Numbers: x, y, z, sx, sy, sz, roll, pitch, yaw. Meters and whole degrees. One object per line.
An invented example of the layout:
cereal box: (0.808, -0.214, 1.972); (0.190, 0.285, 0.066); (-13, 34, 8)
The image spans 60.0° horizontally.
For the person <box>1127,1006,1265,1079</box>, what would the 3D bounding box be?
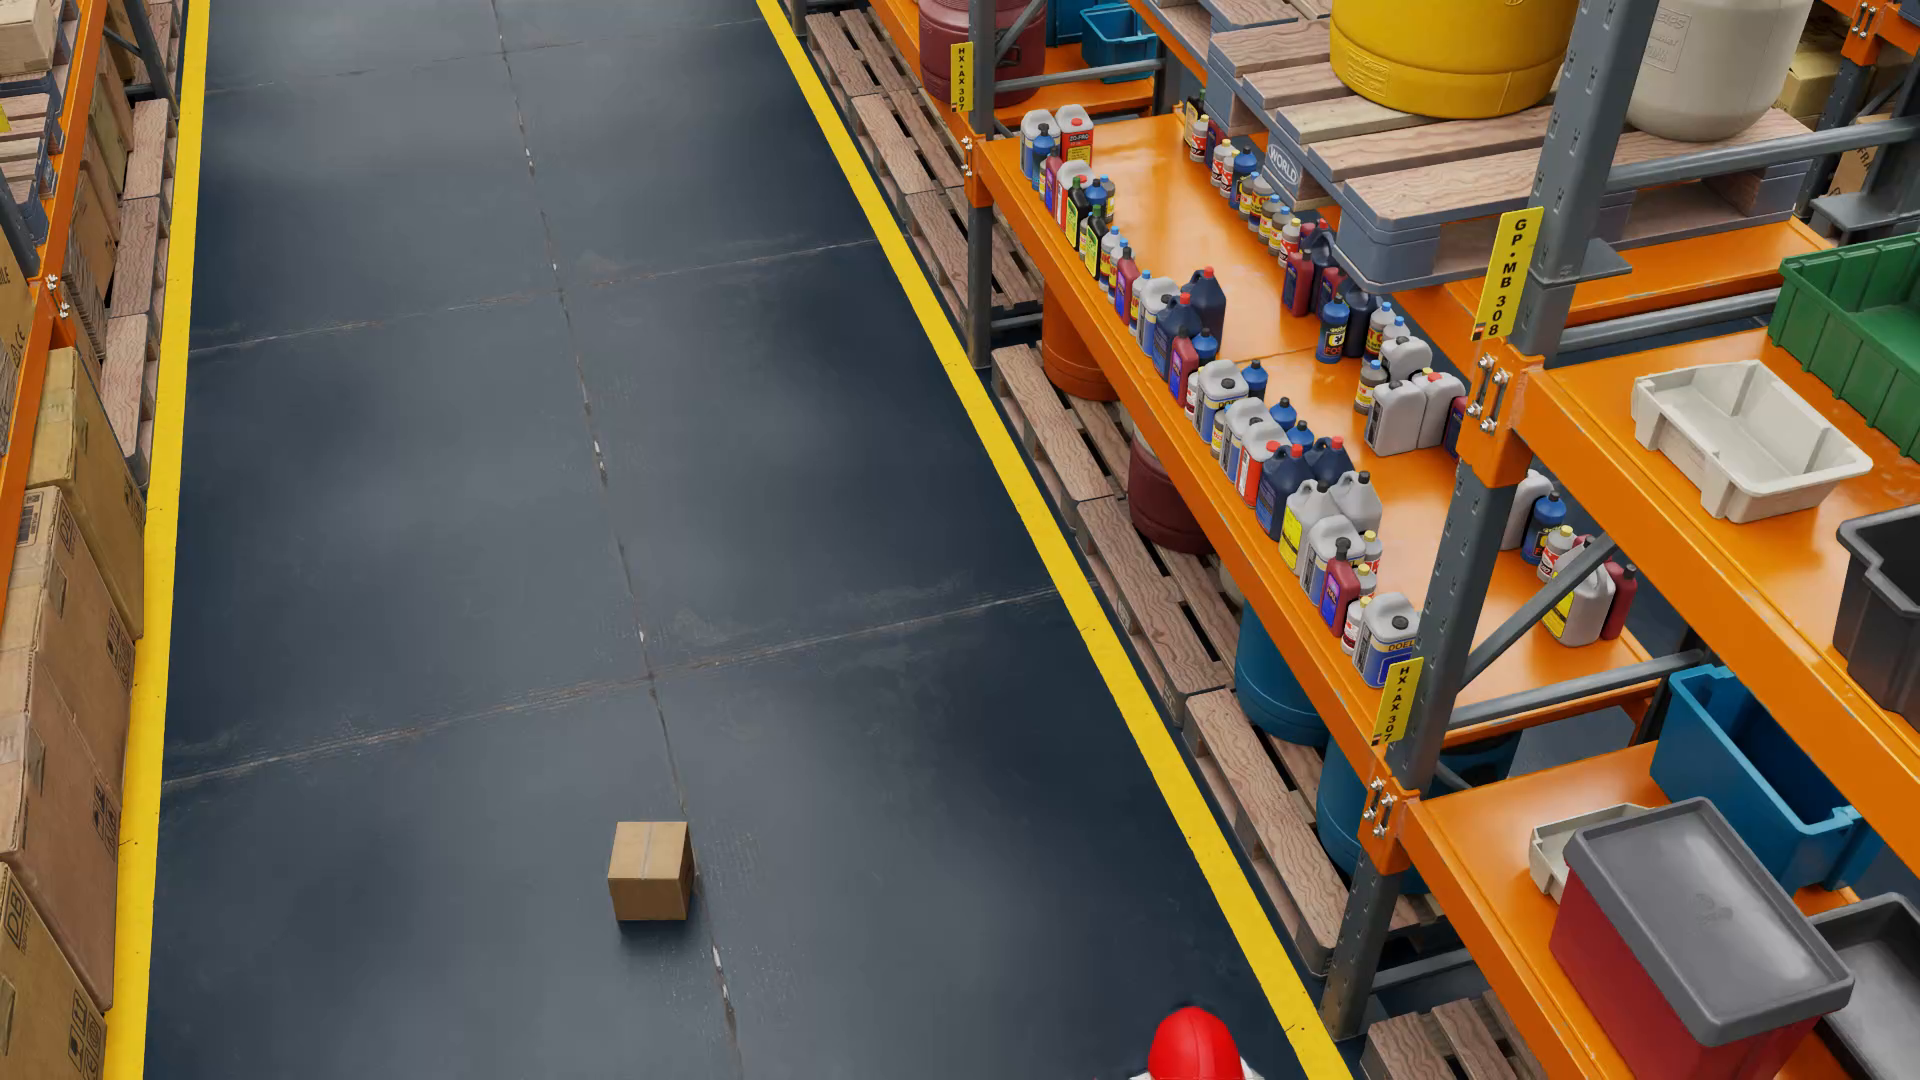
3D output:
person: (0.529, 1.785, 4.142); (0.533, 1.826, 0.494); (-13, 43, -14)
